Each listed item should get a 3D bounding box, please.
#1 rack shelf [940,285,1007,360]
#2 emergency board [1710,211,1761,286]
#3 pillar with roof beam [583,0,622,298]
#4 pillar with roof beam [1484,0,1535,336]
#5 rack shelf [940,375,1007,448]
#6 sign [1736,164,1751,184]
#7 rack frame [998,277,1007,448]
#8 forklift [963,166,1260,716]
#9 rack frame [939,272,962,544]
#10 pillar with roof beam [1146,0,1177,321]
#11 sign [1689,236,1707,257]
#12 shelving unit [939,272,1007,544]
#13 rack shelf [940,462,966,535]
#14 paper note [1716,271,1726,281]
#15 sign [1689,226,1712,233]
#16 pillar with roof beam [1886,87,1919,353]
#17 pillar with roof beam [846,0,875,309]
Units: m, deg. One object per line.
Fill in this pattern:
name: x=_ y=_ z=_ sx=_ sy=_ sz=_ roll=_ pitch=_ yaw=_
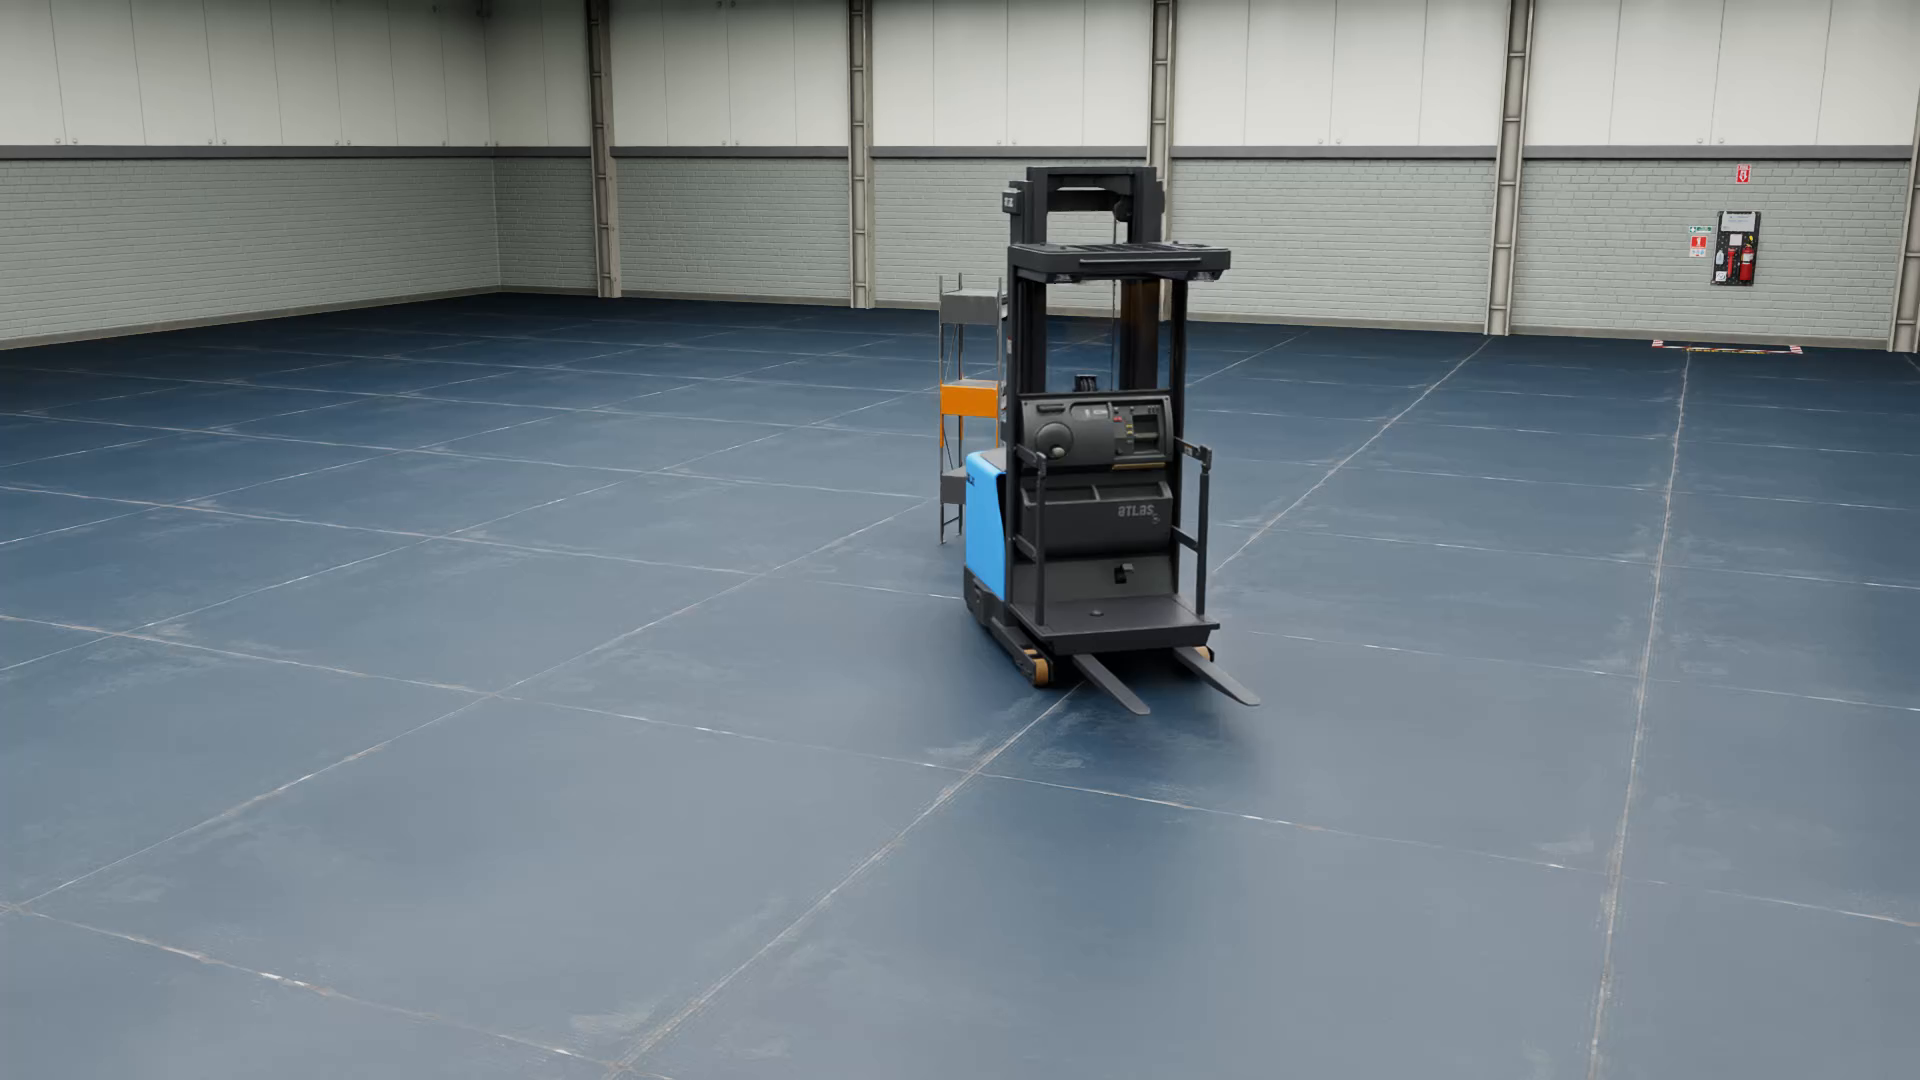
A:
rack shelf: x=0.151 y=-1.675 z=12.793 sx=0.480 sy=0.518 sz=0.431 roll=6 pitch=14 yaw=23
emergency board: x=12.302 y=-4.614 z=26.353 sx=0.643 sy=1.169 sz=0.194 roll=6 pitch=14 yaw=23
pillar with roof beam: x=-9.141 y=-8.620 z=30.292 sx=0.400 sy=9.000 sz=9.100 roll=6 pitch=14 yaw=23
pillar with roof beam: x=7.316 y=-6.954 z=23.194 sx=0.400 sy=9.000 sz=9.100 roll=6 pitch=14 yaw=23
rack shelf: x=0.151 y=-0.994 z=12.953 sx=0.480 sy=0.518 sz=0.431 roll=6 pitch=14 yaw=23
sign: x=12.335 y=-5.764 z=26.180 sx=0.199 sy=0.298 sz=0.001 roll=6 pitch=14 yaw=23
rack frame: x=0.374 y=-0.984 z=12.853 sx=0.015 sy=2.100 sz=0.400 roll=6 pitch=14 yaw=23
forklift: x=0.874 y=-0.673 z=9.707 sx=1.130 sy=2.935 sz=3.031 roll=-3 pitch=14 yaw=-13
rack frame: x=-0.072 y=-1.029 z=13.046 sx=0.015 sy=2.100 sz=0.400 roll=6 pitch=14 yaw=23
pillar with roof beam: x=1.831 y=-7.510 z=25.560 sx=0.400 sy=9.000 sz=9.100 roll=6 pitch=14 yaw=23
sign: x=11.838 y=-4.704 z=26.659 sx=0.234 sy=0.329 sz=0.001 roll=6 pitch=14 yaw=23
shelving unit: x=0.151 y=-1.007 z=12.950 sx=0.503 sy=2.100 sz=0.431 roll=6 pitch=14 yaw=23
rack shelf: x=0.151 y=-0.312 z=13.113 sx=0.480 sy=0.518 sz=0.431 roll=6 pitch=14 yaw=23
paper note: x=12.168 y=-4.216 z=26.585 sx=0.142 sy=0.148 sz=0.016 roll=6 pitch=14 yaw=23
sign: x=11.839 y=-4.960 z=26.589 sx=0.331 sy=0.109 sz=0.001 roll=6 pitch=14 yaw=23
pillar with roof beam: x=12.802 y=-6.399 z=20.828 sx=0.400 sy=9.000 sz=9.100 roll=6 pitch=14 yaw=23
pillar with roof beam: x=-3.655 y=-8.065 z=27.926 sx=0.400 sy=9.000 sz=9.100 roll=6 pitch=14 yaw=23
